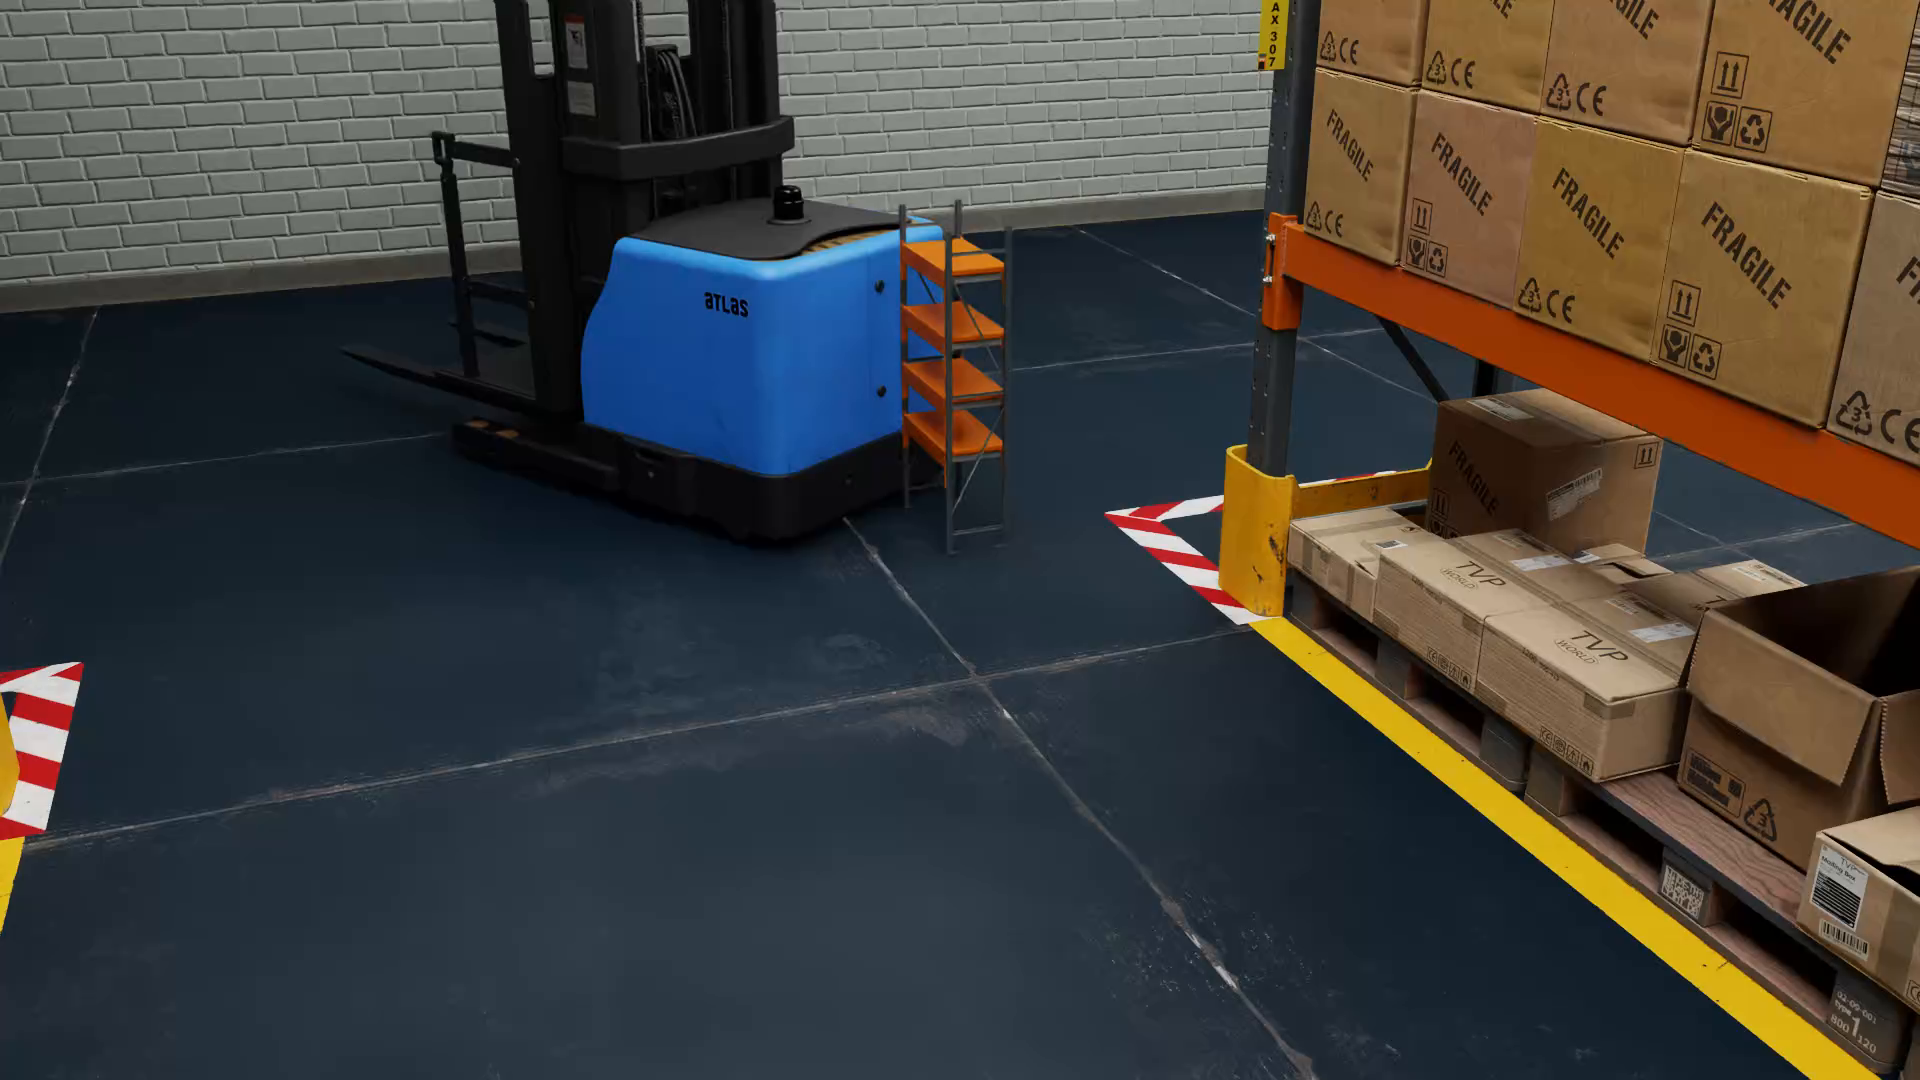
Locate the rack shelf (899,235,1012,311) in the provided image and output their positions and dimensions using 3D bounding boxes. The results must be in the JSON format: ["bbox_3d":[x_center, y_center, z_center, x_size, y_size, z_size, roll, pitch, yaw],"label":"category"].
[{"bbox_3d":[-0.022,-0.964,5.981,0.258,0.148,0.480,-8,24,-19],"label":"rack shelf"}]

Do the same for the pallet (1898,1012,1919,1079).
[{"bbox_3d":[2.644,1.205,3.118,1.003,0.211,1.213,-8,24,-19],"label":"pallet"}]

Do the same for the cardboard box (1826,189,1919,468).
[{"bbox_3d":[2.102,-0.396,3.199,0.500,0.500,0.500,-8,24,-18],"label":"cardboard box"}]

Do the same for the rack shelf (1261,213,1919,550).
[{"bbox_3d":[2.179,-0.225,3.848,1.077,0.370,4.000,-8,24,-19],"label":"rack shelf"}]

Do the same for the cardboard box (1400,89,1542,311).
[{"bbox_3d":[1.570,-0.945,4.502,0.500,0.500,0.500,-9,24,-20],"label":"cardboard box"}]

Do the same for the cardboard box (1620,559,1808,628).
[{"bbox_3d":[2.203,0.294,4.664,0.500,0.250,0.500,-8,24,-19],"label":"cardboard box"}]

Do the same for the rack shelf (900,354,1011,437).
[{"bbox_3d":[-0.022,-0.540,6.159,0.258,0.148,0.480,-8,24,-19],"label":"rack shelf"}]

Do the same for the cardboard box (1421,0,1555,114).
[{"bbox_3d":[1.575,-1.404,4.303,0.500,0.500,0.500,-8,24,-18],"label":"cardboard box"}]

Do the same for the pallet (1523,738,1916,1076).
[{"bbox_3d":[2.210,0.761,4.172,1.003,0.211,1.213,-8,24,-19],"label":"pallet"}]

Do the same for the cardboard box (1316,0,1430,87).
[{"bbox_3d":[1.383,-1.593,4.751,0.500,0.500,0.500,-8,24,-17],"label":"cardboard box"}]

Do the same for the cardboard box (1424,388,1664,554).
[{"bbox_3d":[1.895,-0.170,5.444,0.500,0.500,0.500,-8,24,-19],"label":"cardboard box"}]

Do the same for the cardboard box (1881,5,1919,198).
[{"bbox_3d":[2.104,-0.854,2.998,0.500,0.500,0.500,-8,24,-19],"label":"cardboard box"}]

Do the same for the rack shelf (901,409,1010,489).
[{"bbox_3d":[-0.022,-0.357,6.237,0.258,0.148,0.480,-8,24,-19],"label":"rack shelf"}]

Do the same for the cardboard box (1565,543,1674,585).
[{"bbox_3d":[1.954,0.143,5.131,0.380,0.166,0.250,-8,24,-19],"label":"cardboard box"}]

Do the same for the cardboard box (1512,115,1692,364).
[{"bbox_3d":[1.745,-0.763,4.068,0.500,0.500,0.500,-8,24,-19],"label":"cardboard box"}]

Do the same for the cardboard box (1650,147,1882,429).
[{"bbox_3d":[1.920,-0.581,3.637,0.500,0.500,0.500,-8,24,-18],"label":"cardboard box"}]

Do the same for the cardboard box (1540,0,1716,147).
[{"bbox_3d":[1.747,-1.221,3.870,0.500,0.500,0.500,-8,24,-18],"label":"cardboard box"}]

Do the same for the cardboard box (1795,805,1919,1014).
[{"bbox_3d":[2.154,0.766,3.467,0.500,0.311,0.500,-8,24,-19],"label":"cardboard box"}]

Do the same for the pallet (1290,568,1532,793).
[{"bbox_3d":[1.782,0.319,5.222,1.003,0.211,1.213,-8,24,-19],"label":"pallet"}]

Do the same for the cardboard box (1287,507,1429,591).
[{"bbox_3d":[1.299,0.027,5.428,0.380,0.149,0.250,-8,24,-19],"label":"cardboard box"}]

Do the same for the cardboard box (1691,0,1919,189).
[{"bbox_3d":[1.927,-1.037,3.432,0.500,0.500,0.500,-9,24,-19],"label":"cardboard box"}]

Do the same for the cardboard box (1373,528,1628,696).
[{"bbox_3d":[1.576,0.199,4.889,0.500,0.250,0.500,-8,24,-19],"label":"cardboard box"}]

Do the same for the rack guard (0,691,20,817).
[{"bbox_3d":[-3.169,0.541,4.323,1.175,0.500,0.348,-8,24,-19],"label":"rack guard"}]

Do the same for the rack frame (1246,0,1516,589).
[{"bbox_3d":[1.473,-1.283,5.433,1.000,3.000,0.127,-8,24,-19],"label":"rack frame"}]

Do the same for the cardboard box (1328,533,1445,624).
[{"bbox_3d":[1.388,0.110,5.209,0.380,0.166,0.250,-8,24,-19],"label":"cardboard box"}]

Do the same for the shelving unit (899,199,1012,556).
[{"bbox_3d":[-0.022,-0.602,6.133,0.258,1.200,0.503,-8,24,-19],"label":"shelving unit"}]

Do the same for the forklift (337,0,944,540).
[{"bbox_3d":[-1.527,-1.793,6.731,3.031,2.935,1.130,17,28,34],"label":"forklift"}]

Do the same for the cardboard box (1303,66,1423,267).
[{"bbox_3d":[1.383,-1.132,4.945,0.500,0.500,0.500,-8,24,-18],"label":"cardboard box"}]

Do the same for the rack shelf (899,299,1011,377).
[{"bbox_3d":[-0.022,-0.746,6.073,0.258,0.148,0.480,-8,24,-19],"label":"rack shelf"}]

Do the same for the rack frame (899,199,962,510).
[{"bbox_3d":[-0.108,-0.691,6.344,0.240,1.200,0.015,-8,24,-19],"label":"rack frame"}]

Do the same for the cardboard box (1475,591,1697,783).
[{"bbox_3d":[1.753,0.381,4.458,0.500,0.250,0.500,-8,24,-19],"label":"cardboard box"}]

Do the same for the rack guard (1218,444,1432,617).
[{"bbox_3d":[1.500,-0.104,5.853,1.175,0.500,0.348,-8,24,-19],"label":"rack guard"}]

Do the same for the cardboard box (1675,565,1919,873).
[{"bbox_3d":[2.217,0.436,4.002,0.797,0.503,0.637,-8,24,-19],"label":"cardboard box"}]

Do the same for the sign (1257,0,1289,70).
[{"bbox_3d":[0.965,-1.608,5.088,0.100,0.325,0.005,-8,24,-19],"label":"sign"}]

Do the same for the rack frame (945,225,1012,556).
[{"bbox_3d":[0.063,-0.513,5.923,0.240,1.200,0.015,-8,24,-19],"label":"rack frame"}]
